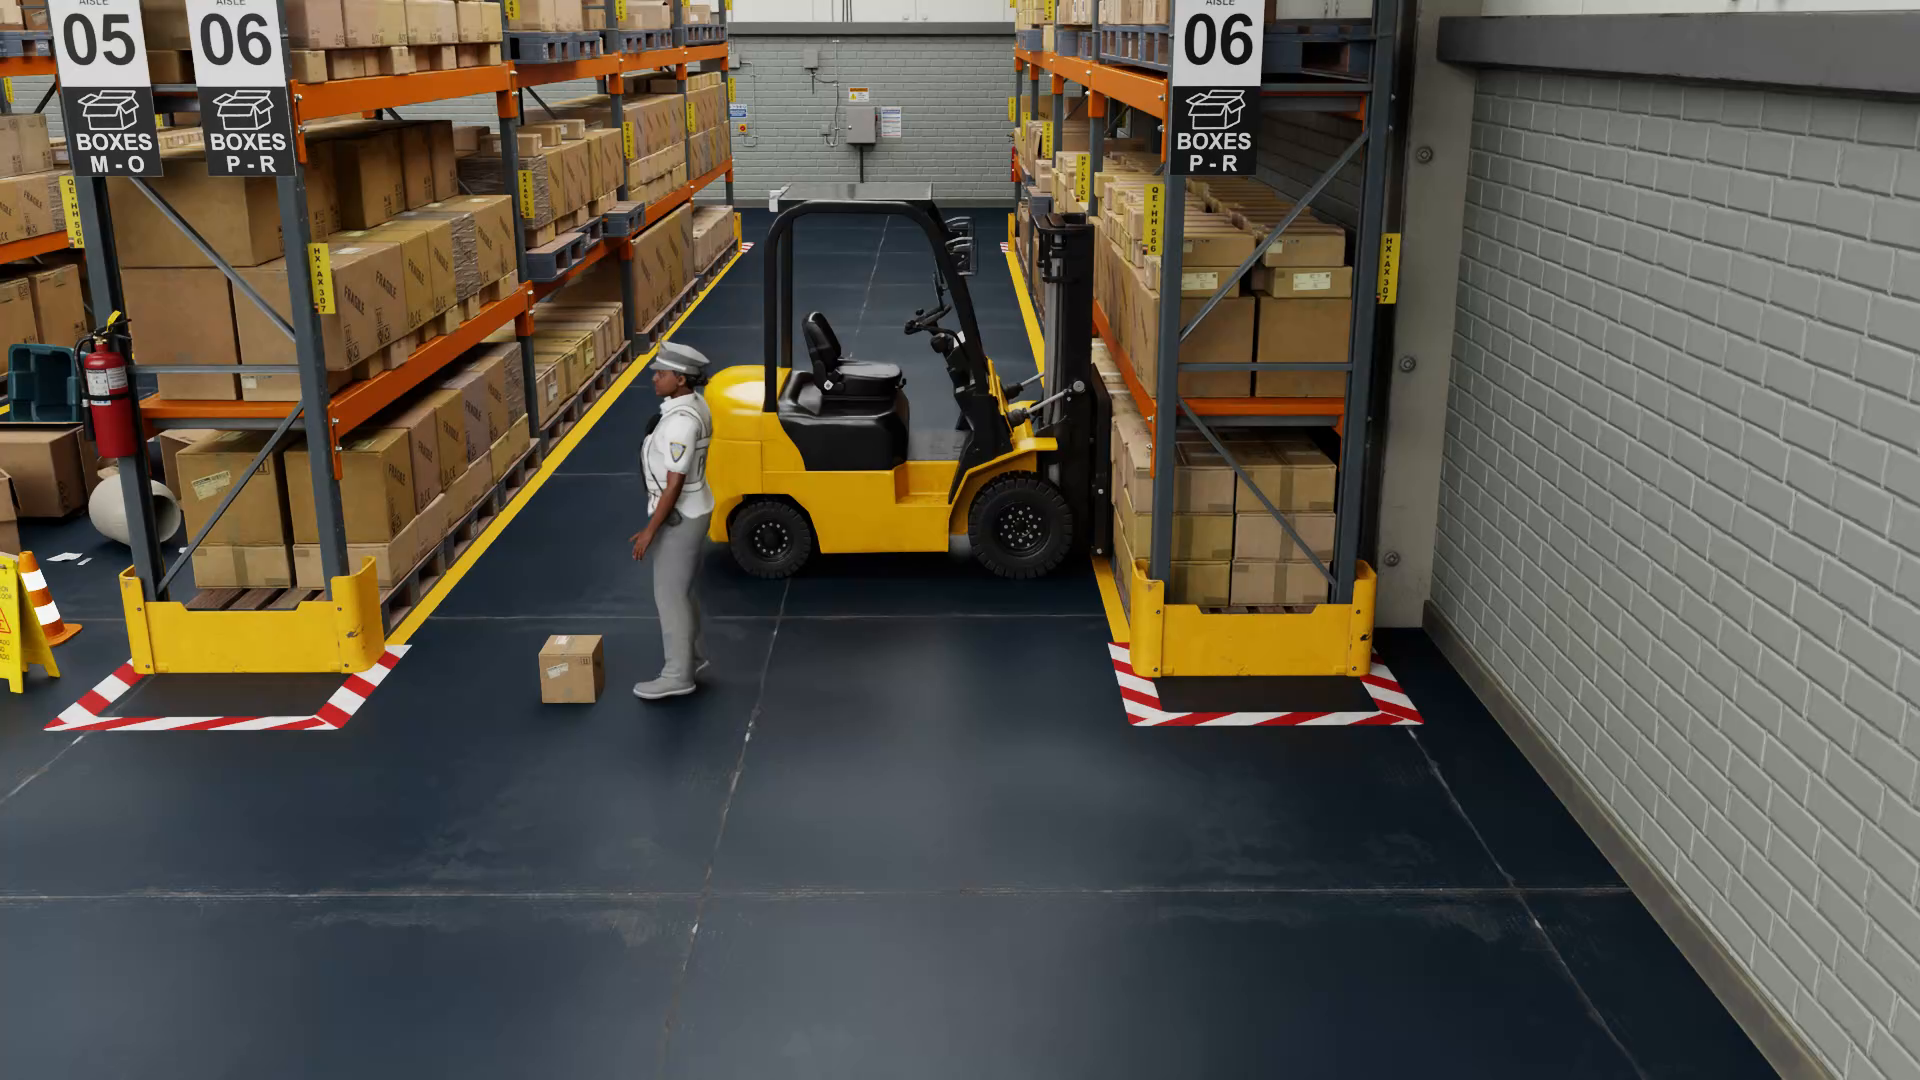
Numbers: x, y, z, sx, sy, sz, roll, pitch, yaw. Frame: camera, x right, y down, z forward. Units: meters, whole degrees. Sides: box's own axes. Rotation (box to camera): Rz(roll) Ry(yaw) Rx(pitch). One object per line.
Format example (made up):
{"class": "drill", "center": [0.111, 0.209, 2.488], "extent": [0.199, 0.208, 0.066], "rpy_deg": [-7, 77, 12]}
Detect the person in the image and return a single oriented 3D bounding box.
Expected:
{"class": "person", "center": [-1.340, -0.067, 7.731], "extent": [0.426, 1.759, 0.496], "rpy_deg": [-1, 17, -3]}
